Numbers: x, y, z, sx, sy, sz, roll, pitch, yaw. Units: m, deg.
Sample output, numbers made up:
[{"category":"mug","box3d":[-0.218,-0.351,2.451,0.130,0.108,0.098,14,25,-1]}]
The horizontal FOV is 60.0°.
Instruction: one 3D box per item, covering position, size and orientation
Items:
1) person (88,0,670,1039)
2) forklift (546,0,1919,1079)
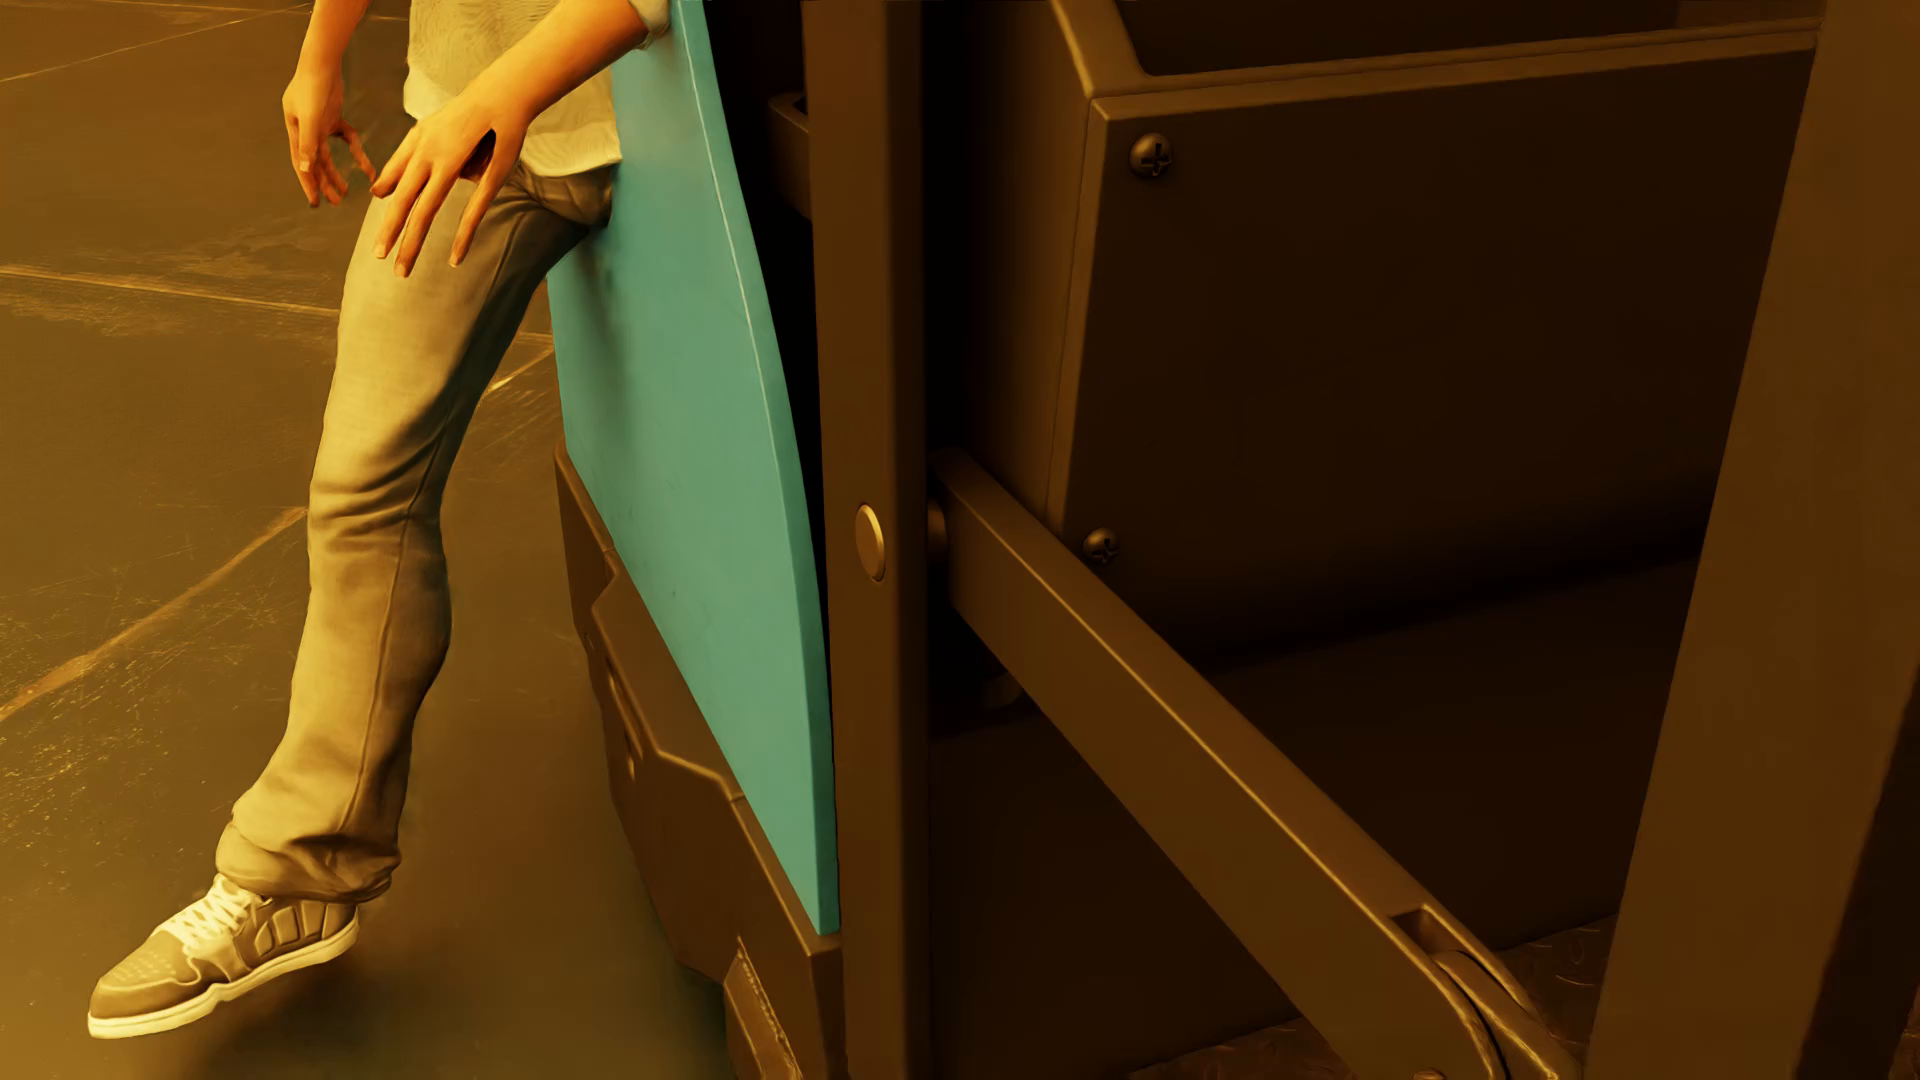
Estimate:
[{"category":"person","box3d":[-0.362,-0.304,1.399,0.683,1.472,0.805,9,28,17]},{"category":"forklift","box3d":[0.543,-0.634,0.517,1.130,2.935,3.031,-11,29,-20]}]
